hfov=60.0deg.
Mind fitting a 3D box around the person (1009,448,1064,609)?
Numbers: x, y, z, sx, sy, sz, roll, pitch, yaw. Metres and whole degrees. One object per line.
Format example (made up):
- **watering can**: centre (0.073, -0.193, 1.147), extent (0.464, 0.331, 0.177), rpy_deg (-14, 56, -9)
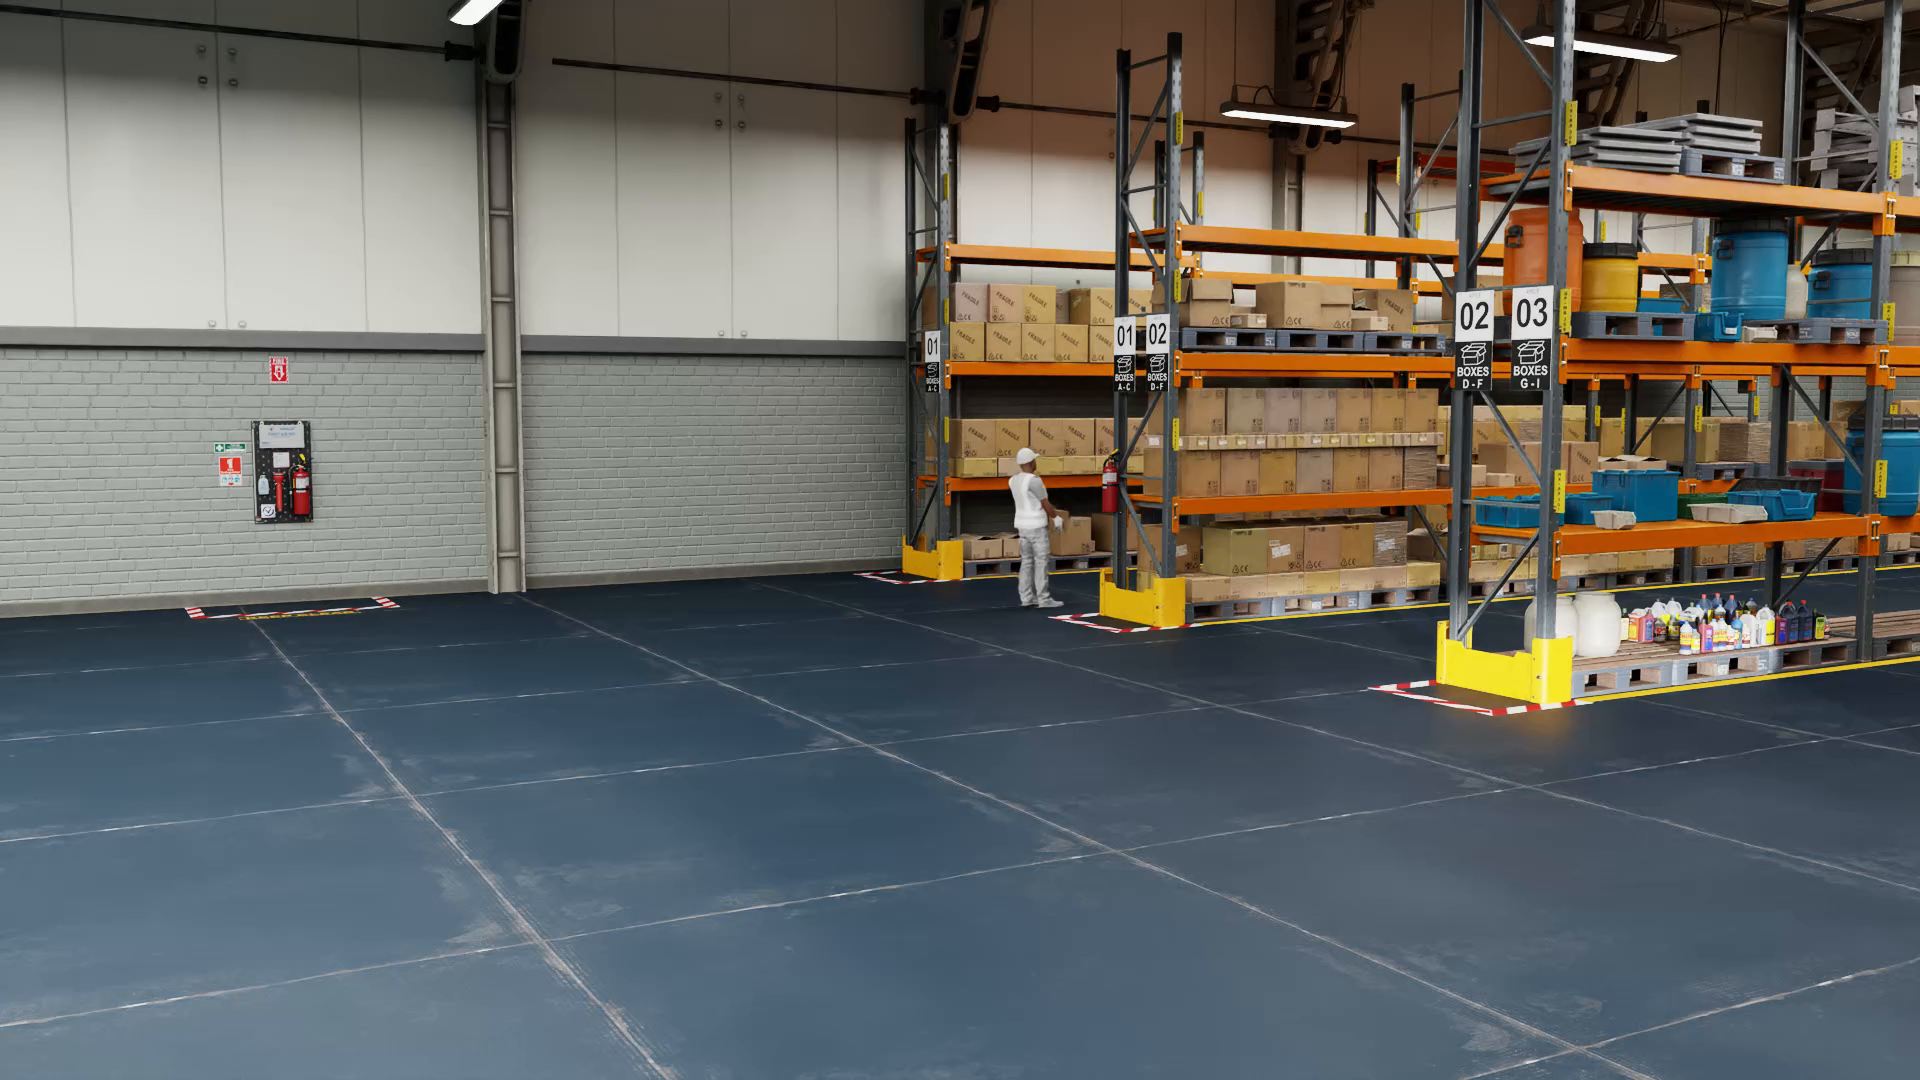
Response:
- **person**: centre (0.873, -0.142, 18.694), extent (0.550, 1.788, 0.531), rpy_deg (-3, 6, -29)
